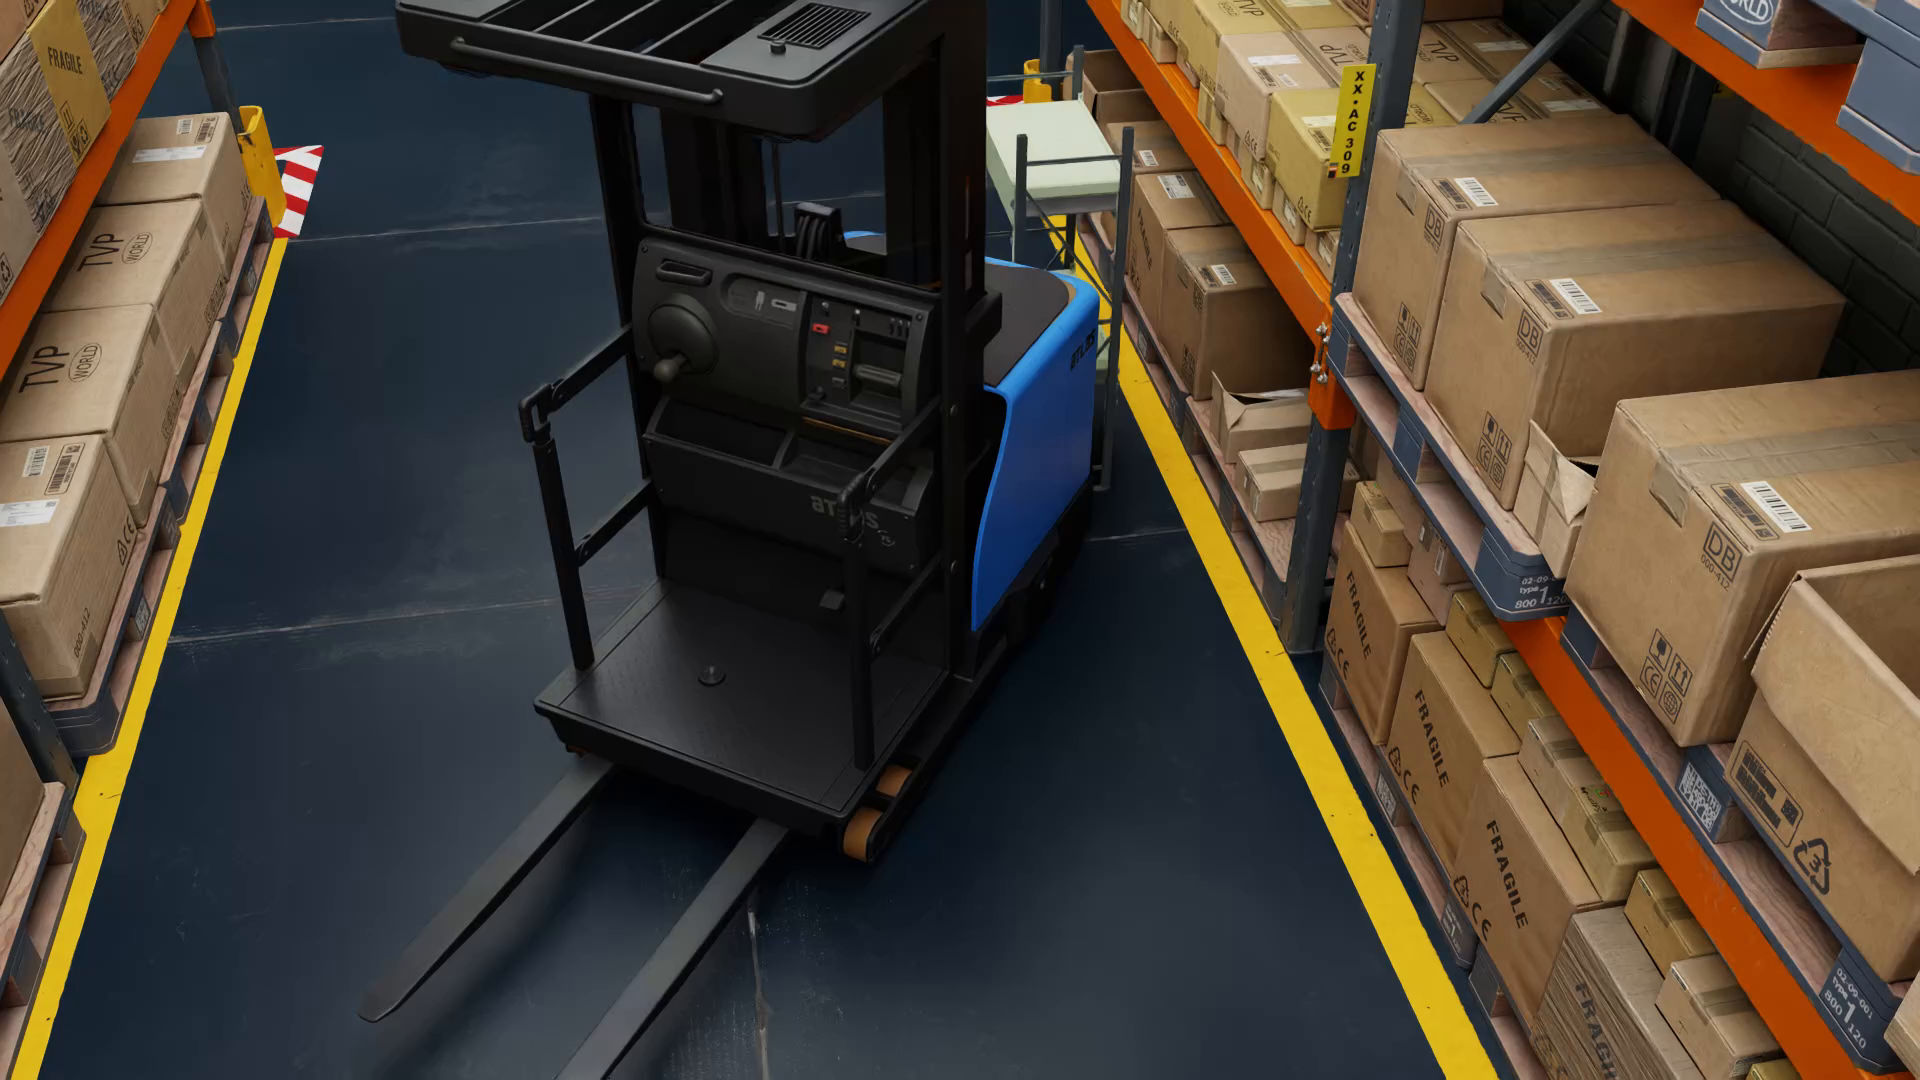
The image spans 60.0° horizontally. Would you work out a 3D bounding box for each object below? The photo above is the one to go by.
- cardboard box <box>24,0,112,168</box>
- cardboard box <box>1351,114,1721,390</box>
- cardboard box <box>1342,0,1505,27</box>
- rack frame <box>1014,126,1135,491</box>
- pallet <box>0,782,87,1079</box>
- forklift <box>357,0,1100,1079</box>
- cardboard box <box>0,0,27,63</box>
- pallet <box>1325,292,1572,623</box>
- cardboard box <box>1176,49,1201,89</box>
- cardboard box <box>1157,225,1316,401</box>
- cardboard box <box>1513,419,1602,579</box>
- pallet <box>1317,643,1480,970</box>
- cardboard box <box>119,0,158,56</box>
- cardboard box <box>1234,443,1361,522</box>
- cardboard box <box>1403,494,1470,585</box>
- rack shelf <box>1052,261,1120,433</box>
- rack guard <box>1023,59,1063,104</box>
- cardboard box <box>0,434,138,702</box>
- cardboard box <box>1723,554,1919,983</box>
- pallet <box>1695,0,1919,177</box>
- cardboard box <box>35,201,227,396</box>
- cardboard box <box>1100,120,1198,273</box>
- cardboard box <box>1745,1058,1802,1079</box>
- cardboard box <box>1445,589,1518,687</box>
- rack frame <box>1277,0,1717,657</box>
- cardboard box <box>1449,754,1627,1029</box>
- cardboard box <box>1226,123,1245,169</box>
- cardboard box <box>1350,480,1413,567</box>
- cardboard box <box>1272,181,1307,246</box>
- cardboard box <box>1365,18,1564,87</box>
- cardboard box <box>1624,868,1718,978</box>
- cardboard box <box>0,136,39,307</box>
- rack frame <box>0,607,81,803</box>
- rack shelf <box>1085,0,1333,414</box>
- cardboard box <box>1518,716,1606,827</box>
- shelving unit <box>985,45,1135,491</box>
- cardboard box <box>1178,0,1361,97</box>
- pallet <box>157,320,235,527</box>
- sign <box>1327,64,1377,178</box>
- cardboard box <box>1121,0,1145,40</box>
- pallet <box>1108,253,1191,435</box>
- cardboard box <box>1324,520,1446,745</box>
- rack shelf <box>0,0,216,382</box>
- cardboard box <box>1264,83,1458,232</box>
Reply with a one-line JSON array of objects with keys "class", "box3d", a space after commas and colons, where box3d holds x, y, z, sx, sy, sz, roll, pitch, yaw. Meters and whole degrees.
[{"class": "cardboard box", "box3d": [-3.351, -1.604, 5.789, 0.500, 0.500, 0.500, -5, 38, -7]}, {"class": "cardboard box", "box3d": [1.479, -0.762, 4.362, 0.700, 0.500, 0.500, -5, 38, -7]}, {"class": "cardboard box", "box3d": [1.615, -2.155, 5.848, 0.500, 0.500, 0.500, -7, 38, -9]}, {"class": "rack frame", "box3d": [0.388, -0.776, 6.026, 0.400, 1.500, 0.023, -6, 38, -8]}, {"class": "pallet", "box3d": [-3.062, 1.222, 4.504, 1.003, 0.211, 1.213, -6, 38, -8]}, {"class": "forklift", "box3d": [-0.606, -0.500, 4.505, 1.130, 2.935, 3.031, 16, 41, 20]}, {"class": "cardboard box", "box3d": [-3.278, -1.701, 5.098, 0.500, 0.500, 0.500, -6, 38, -7]}, {"class": "pallet", "box3d": [1.647, -0.303, 4.351, 1.003, 0.211, 1.213, -6, 38, -8]}, {"class": "cardboard box", "box3d": [1.057, -1.873, 6.421, 0.380, 0.149, 0.250, -6, 38, -8]}, {"class": "cardboard box", "box3d": [1.221, -0.940, 6.711, 0.700, 0.500, 0.500, -8, 38, -10]}, {"class": "cardboard box", "box3d": [1.480, -0.105, 3.708, 0.396, 0.266, 0.258, -4, 38, -6]}, {"class": "pallet", "box3d": [1.794, 0.716, 5.157, 1.003, 0.211, 1.213, -6, 38, -8]}, {"class": "cardboard box", "box3d": [-3.555, -2.225, 6.587, 0.500, 0.500, 0.500, -7, 38, -9]}, {"class": "cardboard box", "box3d": [1.228, -0.218, 6.067, 0.380, 0.149, 0.250, -7, 38, -9]}, {"class": "cardboard box", "box3d": [1.508, -0.028, 4.765, 0.380, 0.149, 0.250, -8, 39, -10]}, {"class": "rack shelf", "box3d": [0.324, -0.740, 6.511, 0.431, 0.370, 0.720, -6, 38, -8]}, {"class": "rack guard", "box3d": [0.927, -2.256, 8.746, 1.175, 0.500, 0.348, -6, 38, -8]}, {"class": "cardboard box", "box3d": [-3.276, 0.119, 5.399, 0.875, 0.438, 0.875, -7, 38, -9]}, {"class": "cardboard box", "box3d": [1.848, 0.371, 2.902, 0.797, 0.503, 0.637, -7, 38, -9]}, {"class": "pallet", "box3d": [1.845, -0.956, 2.743, 1.213, 0.211, 1.003, -6, 38, -8]}, {"class": "cardboard box", "box3d": [-3.590, -0.967, 6.796, 0.875, 0.438, 0.875, -5, 38, -7]}, {"class": "cardboard box", "box3d": [1.039, -1.567, 7.518, 0.700, 0.500, 0.500, -5, 38, -6]}, {"class": "cardboard box", "box3d": [1.853, 1.197, 3.431, 0.380, 0.149, 0.250, -7, 38, -9]}, {"class": "cardboard box", "box3d": [1.596, 0.250, 4.649, 0.380, 0.149, 0.250, -8, 39, -10]}, {"class": "rack frame", "box3d": [1.615, -0.873, 4.929, 1.000, 3.000, 0.127, -6, 38, -8]}, {"class": "cardboard box", "box3d": [1.664, 0.887, 4.358, 0.500, 0.500, 0.500, -7, 38, -9]}, {"class": "cardboard box", "box3d": [1.154, -1.410, 5.824, 0.380, 0.149, 0.250, -5, 38, -7]}, {"class": "cardboard box", "box3d": [1.415, -0.062, 5.052, 0.380, 0.149, 0.250, -5, 38, -6]}, {"class": "cardboard box", "box3d": [1.243, -1.094, 5.418, 0.380, 0.149, 0.250, -5, 38, -7]}, {"class": "cardboard box", "box3d": [1.699, -1.561, 5.695, 0.500, 0.250, 0.500, -7, 38, -8]}, {"class": "cardboard box", "box3d": [1.782, 0.879, 3.839, 0.380, 0.149, 0.250, -6, 38, -8]}, {"class": "cardboard box", "box3d": [-3.180, -0.992, 5.001, 0.500, 0.500, 0.500, -6, 38, -8]}, {"class": "rack frame", "box3d": [-3.272, -0.337, 4.238, 1.000, 3.000, 0.127, -6, 38, -8]}, {"class": "rack shelf", "box3d": [1.264, -1.797, 6.704, 1.077, 0.370, 4.000, -6, 38, -8]}, {"class": "cardboard box", "box3d": [1.665, 0.569, 4.239, 0.380, 0.149, 0.250, -6, 38, -8]}, {"class": "shelving unit", "box3d": [0.324, -0.997, 6.311, 0.431, 1.500, 0.755, -6, 38, -8]}, {"class": "cardboard box", "box3d": [1.108, -1.816, 6.022, 0.500, 0.250, 0.500, -6, 38, -8]}, {"class": "pallet", "box3d": [-3.545, -0.442, 6.646, 1.003, 0.211, 1.213, -6, 38, -8]}, {"class": "sign", "box3d": [1.082, -1.152, 4.582, 0.100, 0.325, 0.005, -6, 38, -8]}, {"class": "cardboard box", "box3d": [0.878, -2.178, 6.813, 0.380, 0.149, 0.250, -7, 38, -9]}, {"class": "pallet", "box3d": [1.278, -0.925, 7.269, 1.003, 0.211, 1.213, -6, 38, -8]}, {"class": "cardboard box", "box3d": [1.478, 0.265, 5.159, 0.500, 0.500, 0.500, -5, 38, -6]}, {"class": "rack shelf", "box3d": [-3.622, -1.261, 6.014, 1.077, 0.370, 4.000, -6, 38, -8]}, {"class": "cardboard box", "box3d": [1.285, -1.212, 5.245, 0.500, 0.250, 0.500, -5, 38, -7]}]
